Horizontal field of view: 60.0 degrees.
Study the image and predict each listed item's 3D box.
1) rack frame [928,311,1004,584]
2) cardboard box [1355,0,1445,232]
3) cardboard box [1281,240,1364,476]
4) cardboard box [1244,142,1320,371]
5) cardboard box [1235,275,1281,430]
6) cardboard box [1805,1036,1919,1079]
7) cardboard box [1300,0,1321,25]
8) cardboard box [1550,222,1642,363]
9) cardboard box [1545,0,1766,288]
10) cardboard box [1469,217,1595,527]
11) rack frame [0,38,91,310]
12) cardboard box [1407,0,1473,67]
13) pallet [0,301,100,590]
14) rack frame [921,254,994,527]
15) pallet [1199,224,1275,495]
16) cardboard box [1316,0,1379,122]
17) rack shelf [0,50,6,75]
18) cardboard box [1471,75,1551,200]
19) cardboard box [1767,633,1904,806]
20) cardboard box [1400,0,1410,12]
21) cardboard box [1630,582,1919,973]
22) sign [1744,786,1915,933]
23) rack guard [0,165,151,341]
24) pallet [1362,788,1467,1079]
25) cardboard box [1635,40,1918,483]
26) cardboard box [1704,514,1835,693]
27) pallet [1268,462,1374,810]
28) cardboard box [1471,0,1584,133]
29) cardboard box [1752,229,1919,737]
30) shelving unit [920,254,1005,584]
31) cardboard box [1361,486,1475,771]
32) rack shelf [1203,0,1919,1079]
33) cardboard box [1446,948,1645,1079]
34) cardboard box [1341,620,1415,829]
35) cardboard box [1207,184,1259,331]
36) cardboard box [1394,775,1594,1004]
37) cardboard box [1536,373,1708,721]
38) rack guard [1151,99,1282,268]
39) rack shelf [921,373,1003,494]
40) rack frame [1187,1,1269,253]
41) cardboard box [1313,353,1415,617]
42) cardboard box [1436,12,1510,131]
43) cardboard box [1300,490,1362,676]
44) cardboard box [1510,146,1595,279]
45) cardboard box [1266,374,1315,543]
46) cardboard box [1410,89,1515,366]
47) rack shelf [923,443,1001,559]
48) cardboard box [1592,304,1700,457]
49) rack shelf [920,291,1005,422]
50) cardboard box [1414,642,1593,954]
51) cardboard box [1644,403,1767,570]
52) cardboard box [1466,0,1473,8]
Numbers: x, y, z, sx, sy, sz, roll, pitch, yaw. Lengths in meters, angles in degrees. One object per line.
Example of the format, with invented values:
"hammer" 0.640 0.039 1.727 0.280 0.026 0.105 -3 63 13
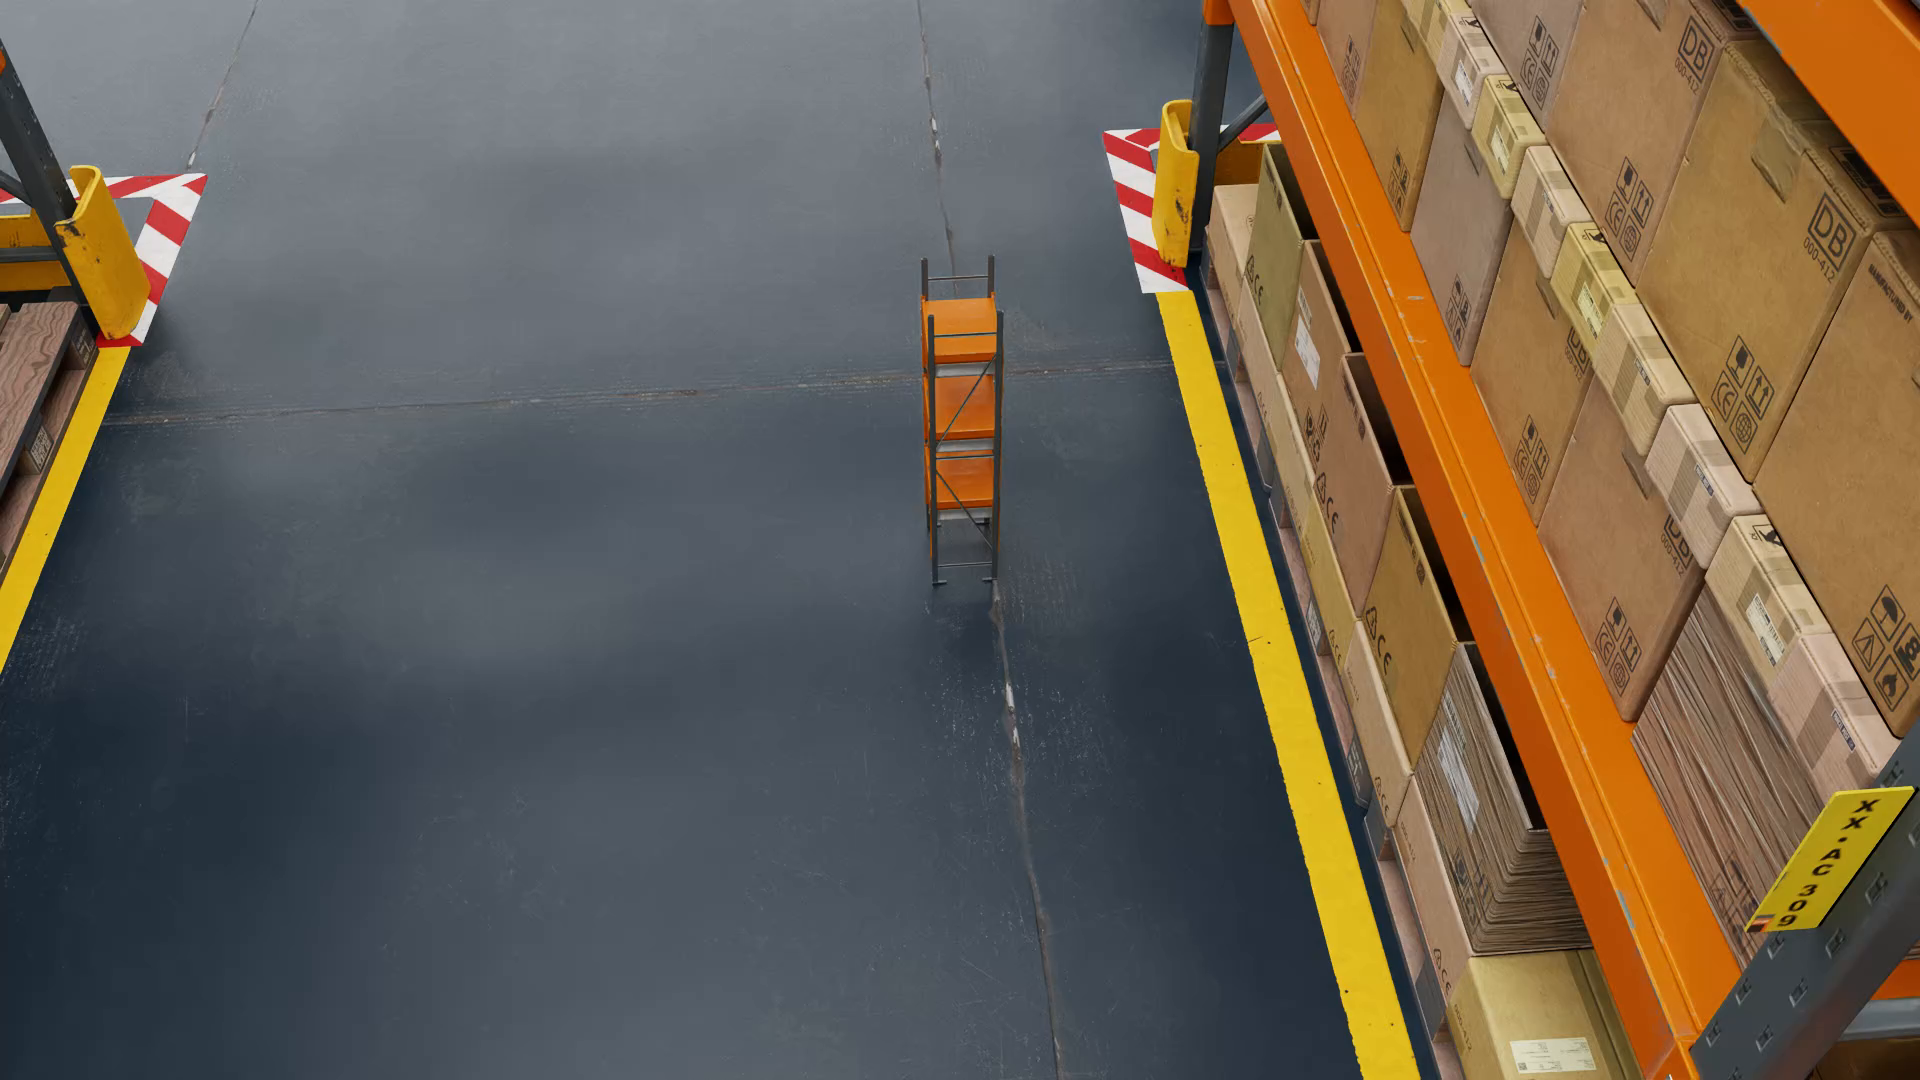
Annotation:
"rack frame" 0.015 -0.234 4.749 0.200 1.050 0.008 -3 47 -3
"cardboard box" 1.442 -1.144 4.199 0.700 0.500 0.500 -3 47 -3
"cardboard box" 1.253 -0.520 4.765 0.500 0.500 0.500 -3 47 -3
"cardboard box" 1.198 -0.881 5.107 0.500 0.500 0.500 -3 47 -3
"cardboard box" 1.200 -0.624 5.379 0.500 0.250 0.500 -3 47 -3
"cardboard box" 1.939 0.895 3.425 0.500 0.500 0.500 -3 47 -3
"cardboard box" 1.357 -1.884 4.899 0.700 0.500 0.500 -3 47 -3
"cardboard box" 1.346 -0.471 3.115 0.380 0.149 0.250 -4 47 -3
"cardboard box" 1.538 -0.823 3.001 0.700 0.500 0.500 -4 47 -3
"cardboard box" 1.534 -0.393 3.488 0.700 0.500 0.500 -3 47 -3
"rack frame" -3.605 -1.889 4.973 1.000 3.000 0.127 -3 47 -3
"cardboard box" 1.259 -1.217 3.821 0.380 0.149 0.250 -4 47 -4
"pallet" -3.489 -0.290 5.380 1.003 0.211 1.213 -3 47 -3
"rack frame" -0.006 -0.411 4.916 0.200 1.050 0.008 -3 47 -3
"pallet" 1.437 -0.678 5.747 1.003 0.211 1.213 -3 47 -3
"cardboard box" 1.406 -1.504 4.540 0.700 0.500 0.500 -2 47 -2
"rack shelf" -3.438 -0.195 3.864 1.077 0.370 4.000 -3 47 -3
"cardboard box" 1.300 -0.846 3.469 0.380 0.149 0.250 -2 47 -2
"cardboard box" 1.430 0.265 2.417 0.380 0.149 0.250 -4 47 -3
"cardboard box" 1.237 -1.401 3.996 0.380 0.149 0.250 -5 47 -5
"cardboard box" 1.622 0.351 2.783 0.700 0.500 0.500 -5 47 -4
"sign" 1.113 0.416 2.139 0.100 0.325 0.005 -3 47 -3
"rack guard" -3.552 -0.978 5.832 1.175 0.500 0.348 -3 47 -3
"pallet" 1.641 1.087 4.075 1.003 0.211 1.213 -3 47 -3
"cardboard box" 1.579 -0.460 2.658 0.700 0.500 0.500 -4 47 -3
"cardboard box" 1.411 0.086 2.587 0.380 0.149 0.250 -4 47 -4
"pallet" 1.536 0.202 4.913 1.003 0.211 1.213 -3 47 -3
"cardboard box" 1.496 -1.184 3.343 0.700 0.500 0.500 -3 47 -3
"cardboard box" 1.622 -0.095 2.312 0.700 0.500 0.500 -3 47 -3
"shelving unit" 0.004 -0.322 4.832 0.215 1.050 0.252 -3 47 -3
"cardboard box" 1.333 0.203 4.080 0.500 0.500 0.500 -3 47 -3
"rack shelf" 1.498 -0.493 4.147 1.077 0.370 4.000 -3 47 -3
"cardboard box" 1.409 1.185 3.666 0.500 0.250 0.500 -3 47 -3
"cardboard box" 1.321 0.462 4.351 0.500 0.250 0.500 -3 47 -3
"cardboard box" 1.154 -0.985 5.722 0.500 0.250 0.500 -3 47 -3
"cardboard box" 1.377 0.823 4.009 0.500 0.250 0.500 -3 47 -3
"cardboard box" 1.572 -0.030 3.144 0.700 0.500 0.500 -4 47 -4
"rack guard" 1.329 -1.346 6.180 1.175 0.500 0.348 -3 47 -3
"rack shelf" 0.004 -0.315 4.840 0.215 0.259 0.240 -3 47 -3
"rack frame" 1.331 -2.188 5.256 1.000 3.000 0.127 -3 47 -3
"cardboard box" 1.277 -0.158 4.421 0.500 0.500 0.500 -3 47 -3
"cardboard box" 1.277 -1.036 3.650 0.380 0.149 0.250 -3 47 -3
"cardboard box" 1.278 0.100 4.694 0.500 0.250 0.500 -3 47 -3
"cardboard box" 1.325 -0.654 3.287 0.380 0.149 0.250 -2 47 -2
"cardboard box" 1.241 -0.262 5.037 0.500 0.250 0.500 -3 47 -3
"cardboard box" 1.490 -0.764 3.838 0.700 0.500 0.500 -2 47 -2
"rack shelf" 0.004 -0.124 5.042 0.215 0.259 0.240 -3 47 -3
"cardboard box" 1.363 -0.293 2.946 0.380 0.149 0.250 -4 47 -3
"rack shelf" 0.004 -0.510 4.634 0.215 0.259 0.240 -3 47 -3
"cardboard box" 1.379 0.565 3.737 0.500 0.500 0.500 -3 47 -3
"cardboard box" 1.386 -0.103 2.766 0.380 0.149 0.250 -5 47 -4
"cardboard box" 1.454 -1.547 3.686 0.700 0.500 0.500 -3 47 -3
